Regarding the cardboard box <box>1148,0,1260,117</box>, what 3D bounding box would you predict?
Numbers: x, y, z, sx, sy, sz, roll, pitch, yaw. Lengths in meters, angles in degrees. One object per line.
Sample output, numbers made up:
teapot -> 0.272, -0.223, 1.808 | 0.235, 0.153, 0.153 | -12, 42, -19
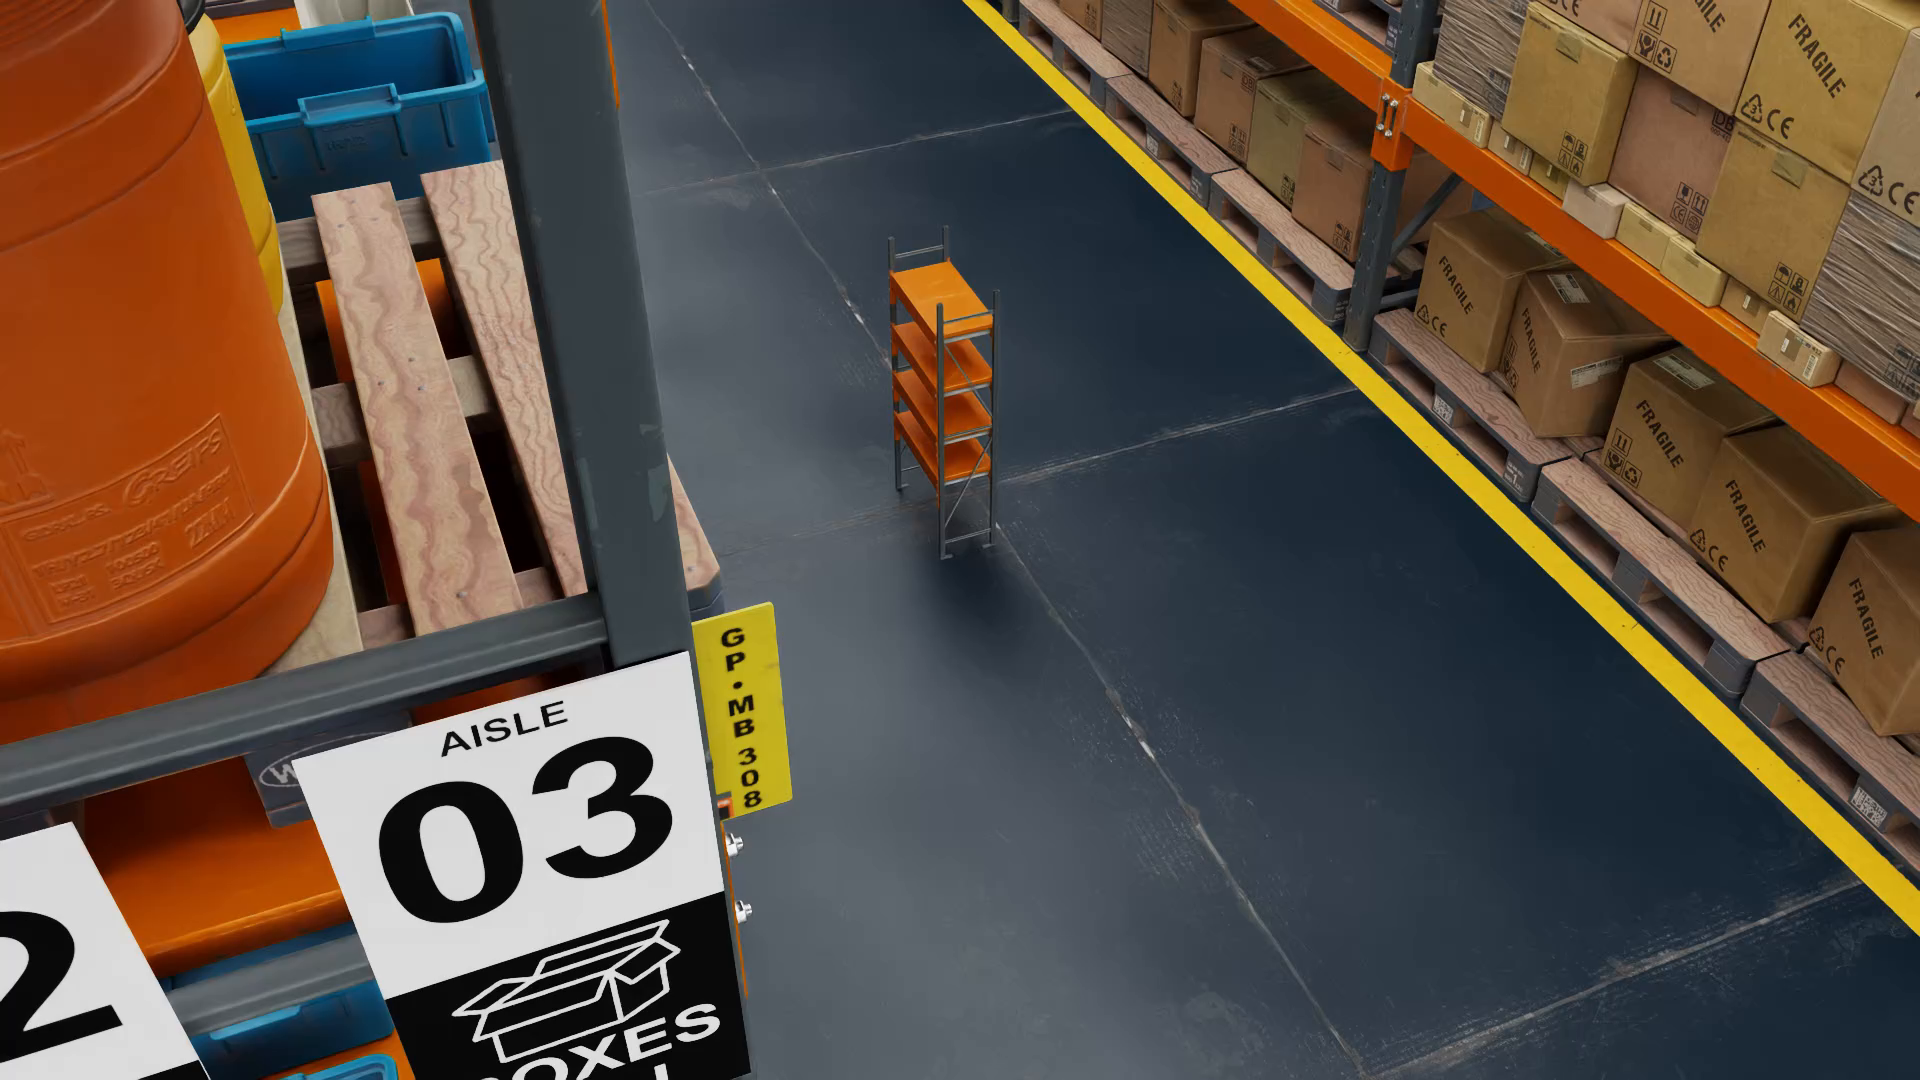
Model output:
cardboard box -> 1.477, -2.726, 9.199 | 0.700, 0.500, 0.500 | -12, 42, -13

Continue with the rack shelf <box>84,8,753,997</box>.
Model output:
rack shelf -> -1.526, -0.590, 3.387 | 1.077, 0.370, 4.000 | -15, 43, -17

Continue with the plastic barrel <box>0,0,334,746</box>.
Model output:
plastic barrel -> -1.064, -0.241, 1.778 | 0.600, 0.830, 0.708 | -15, 43, -17

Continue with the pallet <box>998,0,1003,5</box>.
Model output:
pallet -> 0.523, -4.012, 11.254 | 1.003, 0.211, 1.213 | -15, 43, -17

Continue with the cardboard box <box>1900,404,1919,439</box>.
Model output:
cardboard box -> 3.139, -0.386, 5.090 | 0.380, 0.149, 0.250 | -15, 43, -17

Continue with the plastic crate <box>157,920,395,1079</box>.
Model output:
plastic crate -> -1.472, 0.916, 3.498 | 0.499, 0.251, 0.408 | -15, 43, -17

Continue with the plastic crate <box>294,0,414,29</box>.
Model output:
plastic crate -> -1.303, -1.102, 3.633 | 0.243, 0.136, 0.396 | -15, 43, -17

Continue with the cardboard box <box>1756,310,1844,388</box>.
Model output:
cardboard box -> 2.845, -0.659, 5.408 | 0.380, 0.149, 0.250 | -15, 43, -17

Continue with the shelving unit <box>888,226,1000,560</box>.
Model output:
shelving unit -> -0.063, -0.555, 6.475 | 0.258, 1.200, 0.503 | -15, 43, -17

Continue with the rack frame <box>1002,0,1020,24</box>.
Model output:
rack frame -> 0.755, -4.576, 9.771 | 1.000, 3.000, 0.127 | -15, 43, -17

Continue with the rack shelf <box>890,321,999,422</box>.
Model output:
rack shelf -> -0.063, -0.673, 6.373 | 0.258, 0.148, 0.480 | -15, 43, -17

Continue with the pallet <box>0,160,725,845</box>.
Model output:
pallet -> -0.987, -0.110, 2.421 | 1.003, 0.211, 1.213 | -15, 43, -17

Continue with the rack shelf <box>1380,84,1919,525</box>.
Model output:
rack shelf -> 3.050, -0.689, 5.802 | 1.077, 0.370, 4.000 | -15, 43, -17

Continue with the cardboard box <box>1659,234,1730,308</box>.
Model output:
cardboard box -> 2.676, -0.966, 5.766 | 0.380, 0.149, 0.250 | -15, 43, -17

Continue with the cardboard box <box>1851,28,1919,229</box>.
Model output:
cardboard box -> 2.991, -1.158, 4.724 | 0.500, 0.500, 0.500 | -15, 43, -17

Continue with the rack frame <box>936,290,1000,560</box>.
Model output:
rack frame -> 0.030, -0.408, 6.304 | 0.240, 1.200, 0.015 | -15, 43, -17

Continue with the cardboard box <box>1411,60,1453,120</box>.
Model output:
cardboard box -> 2.089, -1.866, 6.813 | 0.380, 0.149, 0.250 | -15, 43, -17

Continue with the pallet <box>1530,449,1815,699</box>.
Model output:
pallet -> 3.045, 0.023, 6.562 | 1.003, 0.211, 1.213 | -15, 43, -17

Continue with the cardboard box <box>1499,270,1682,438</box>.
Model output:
cardboard box -> 2.627, -0.784, 6.956 | 0.500, 0.500, 0.500 | -3, 41, -3

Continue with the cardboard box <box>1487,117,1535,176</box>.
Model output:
cardboard box -> 2.294, -1.569, 6.467 | 0.380, 0.149, 0.250 | -15, 43, -17

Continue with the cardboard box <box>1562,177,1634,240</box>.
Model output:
cardboard box -> 2.456, -1.260, 6.107 | 0.380, 0.149, 0.250 | -15, 43, -17

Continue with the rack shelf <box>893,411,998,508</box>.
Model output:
rack shelf -> -0.063, -0.353, 6.648 | 0.258, 0.148, 0.480 | -15, 43, -17

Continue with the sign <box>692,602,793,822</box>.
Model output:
sign -> -0.251, 0.204, 1.905 | 0.100, 0.325, 0.005 | -15, 43, -17

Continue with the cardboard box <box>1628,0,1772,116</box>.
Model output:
cardboard box -> 2.606, -1.759, 5.424 | 0.500, 0.500, 0.500 | -15, 43, -17

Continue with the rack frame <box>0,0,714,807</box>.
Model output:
rack frame -> -0.761, -0.796, 0.774 | 1.000, 3.000, 0.127 | -15, 43, -17

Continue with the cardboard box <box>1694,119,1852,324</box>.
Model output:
cardboard box -> 2.996, -1.133, 5.462 | 0.875, 0.500, 0.500 | -15, 43, -17

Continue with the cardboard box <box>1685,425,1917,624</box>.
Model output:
cardboard box -> 3.110, -0.082, 6.140 | 0.500, 0.500, 0.500 | -11, 42, -13

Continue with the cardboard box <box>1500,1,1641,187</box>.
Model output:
cardboard box -> 2.559, -1.720, 6.145 | 0.875, 0.500, 0.500 | -15, 43, -17

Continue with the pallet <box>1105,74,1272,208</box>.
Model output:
pallet -> 1.515, -2.314, 9.279 | 1.003, 0.211, 1.213 | -15, 43, -17

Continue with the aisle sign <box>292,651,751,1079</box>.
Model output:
aisle sign -> -0.462, 0.464, 1.917 | 0.394, 0.787, 0.004 | -15, 43, -17

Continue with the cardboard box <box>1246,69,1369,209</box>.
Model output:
cardboard box -> 1.905, -2.053, 8.416 | 0.700, 0.500, 0.500 | -15, 43, -17

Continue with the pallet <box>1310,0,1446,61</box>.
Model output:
pallet -> 2.127, -2.590, 7.609 | 1.003, 0.211, 1.213 | -15, 43, -17

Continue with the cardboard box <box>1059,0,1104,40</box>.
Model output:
cardboard box -> 1.029, -3.396, 9.979 | 0.700, 0.500, 0.500 | -17, 44, -19

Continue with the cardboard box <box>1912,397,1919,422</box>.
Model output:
cardboard box -> 3.328, -0.517, 4.746 | 0.875, 0.500, 0.500 | -15, 43, -17
